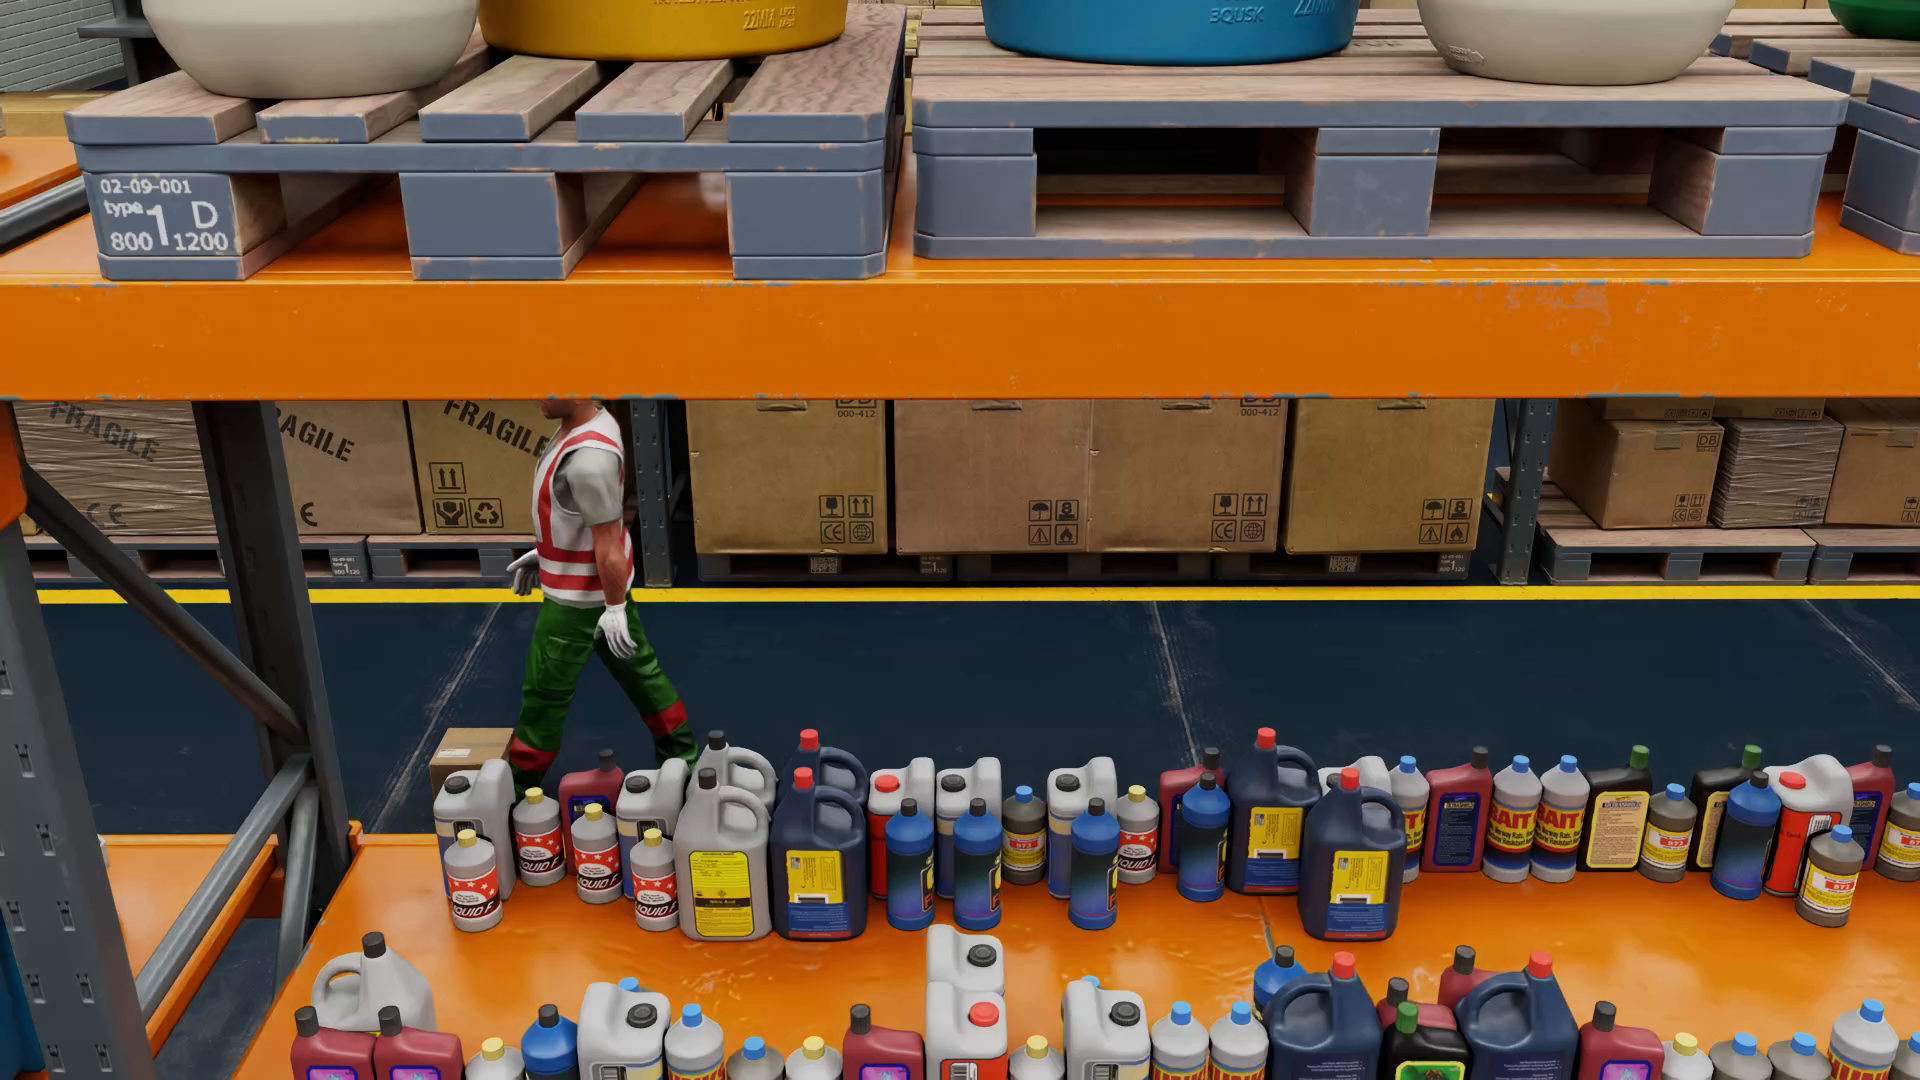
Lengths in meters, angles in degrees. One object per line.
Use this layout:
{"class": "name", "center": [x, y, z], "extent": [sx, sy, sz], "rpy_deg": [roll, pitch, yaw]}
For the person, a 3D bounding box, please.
{"class": "person", "center": [-1.399, 0.146, 5.709], "extent": [0.927, 1.748, 0.547], "rpy_deg": [-2, 24, -5]}
